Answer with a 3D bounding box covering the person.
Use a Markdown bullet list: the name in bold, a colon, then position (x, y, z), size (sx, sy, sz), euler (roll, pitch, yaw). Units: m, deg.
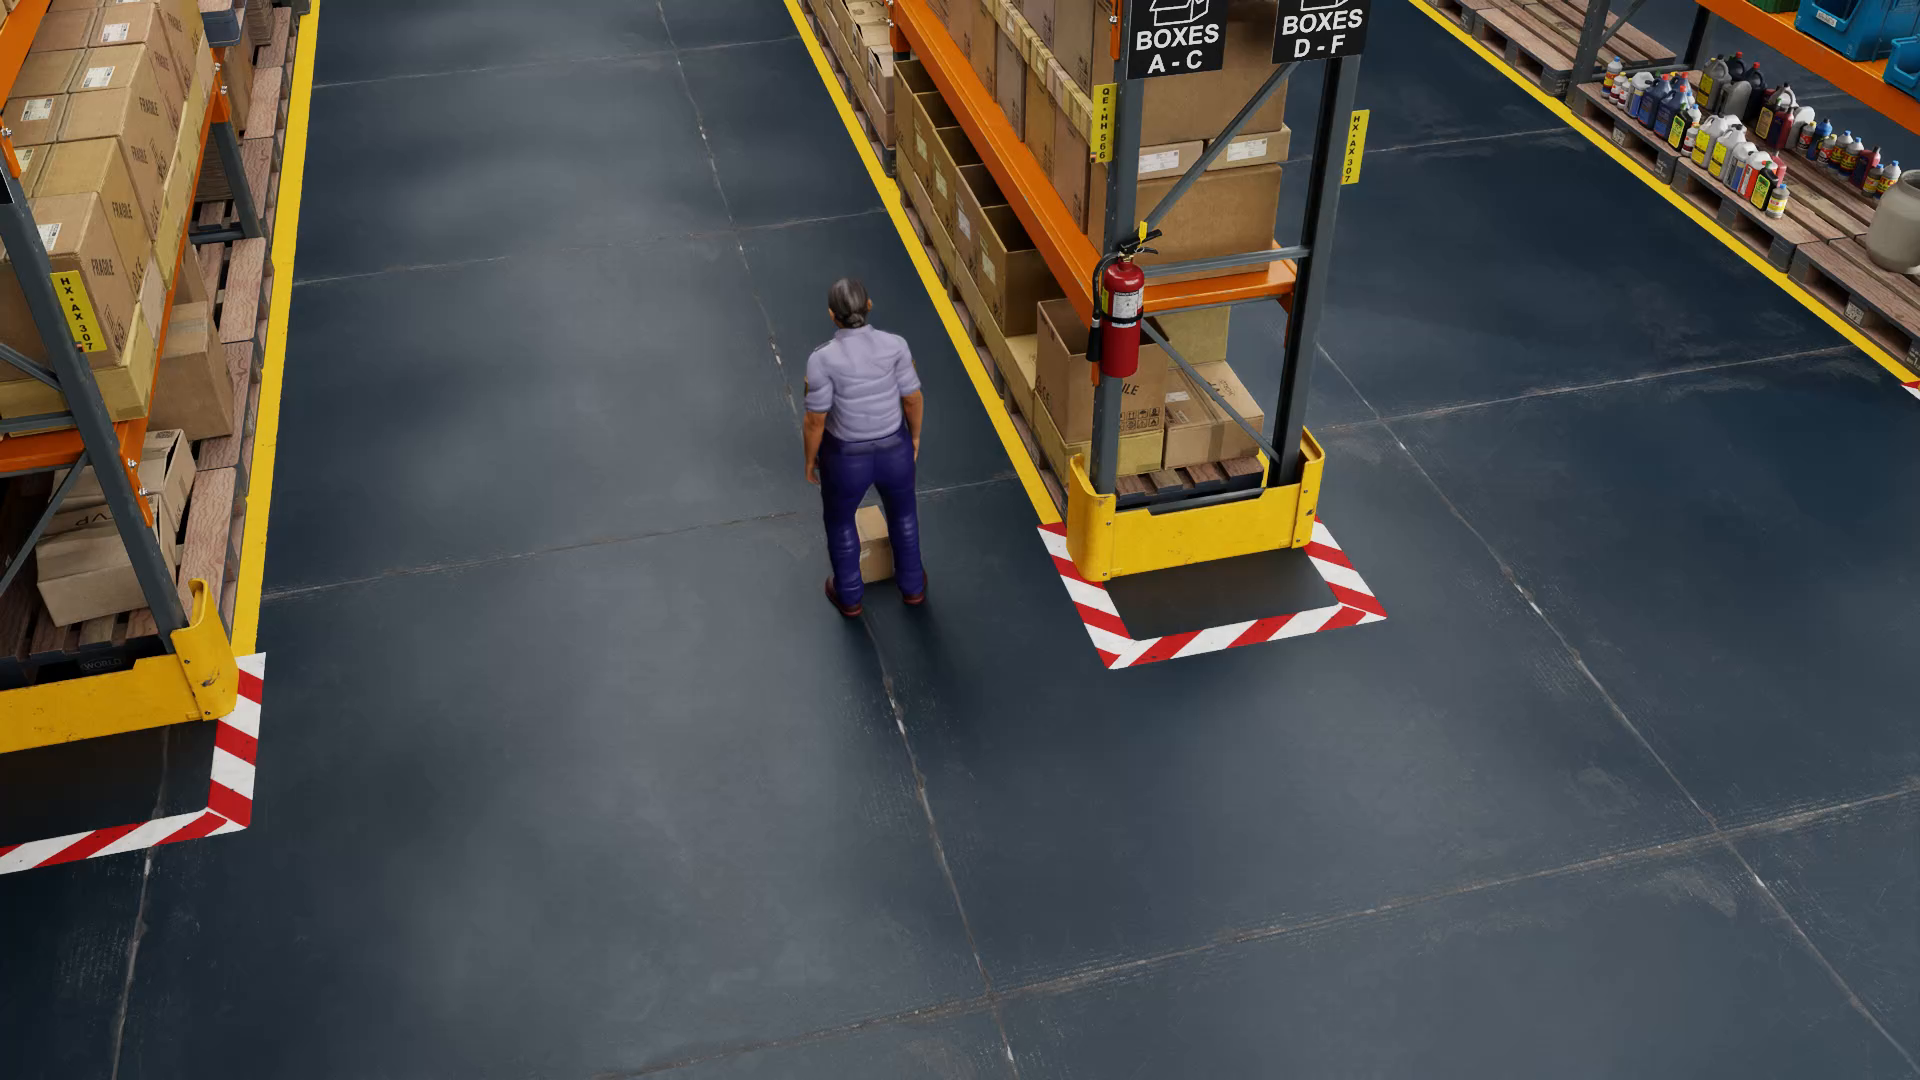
- **person**: position (-0.401, -0.377, 7.194), size (0.564, 1.651, 0.375), euler (-12, 40, -14)
